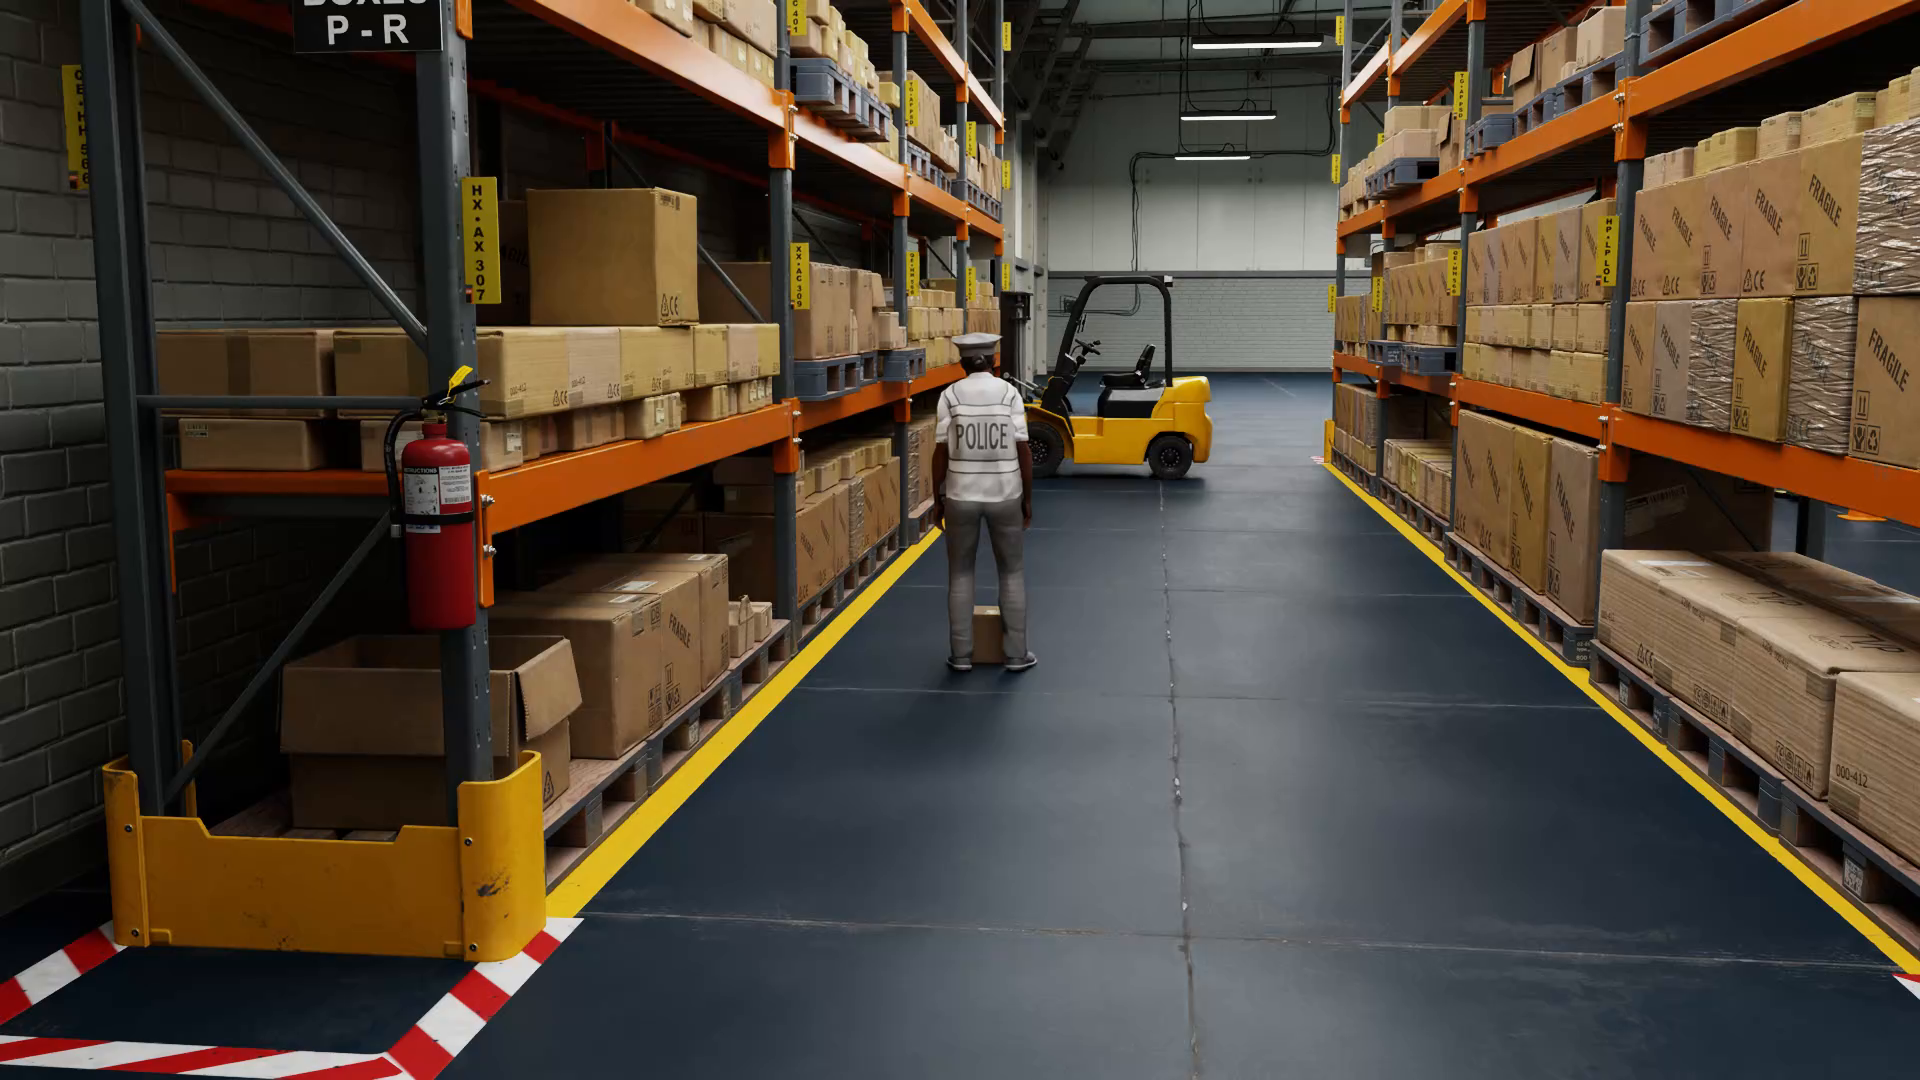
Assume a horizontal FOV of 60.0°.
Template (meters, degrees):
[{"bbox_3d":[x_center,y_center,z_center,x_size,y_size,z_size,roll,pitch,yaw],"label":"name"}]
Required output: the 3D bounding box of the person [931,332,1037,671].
[{"bbox_3d":[0.123,-0.183,8.162,0.524,1.658,0.395,0,8,1],"label":"person"}]
